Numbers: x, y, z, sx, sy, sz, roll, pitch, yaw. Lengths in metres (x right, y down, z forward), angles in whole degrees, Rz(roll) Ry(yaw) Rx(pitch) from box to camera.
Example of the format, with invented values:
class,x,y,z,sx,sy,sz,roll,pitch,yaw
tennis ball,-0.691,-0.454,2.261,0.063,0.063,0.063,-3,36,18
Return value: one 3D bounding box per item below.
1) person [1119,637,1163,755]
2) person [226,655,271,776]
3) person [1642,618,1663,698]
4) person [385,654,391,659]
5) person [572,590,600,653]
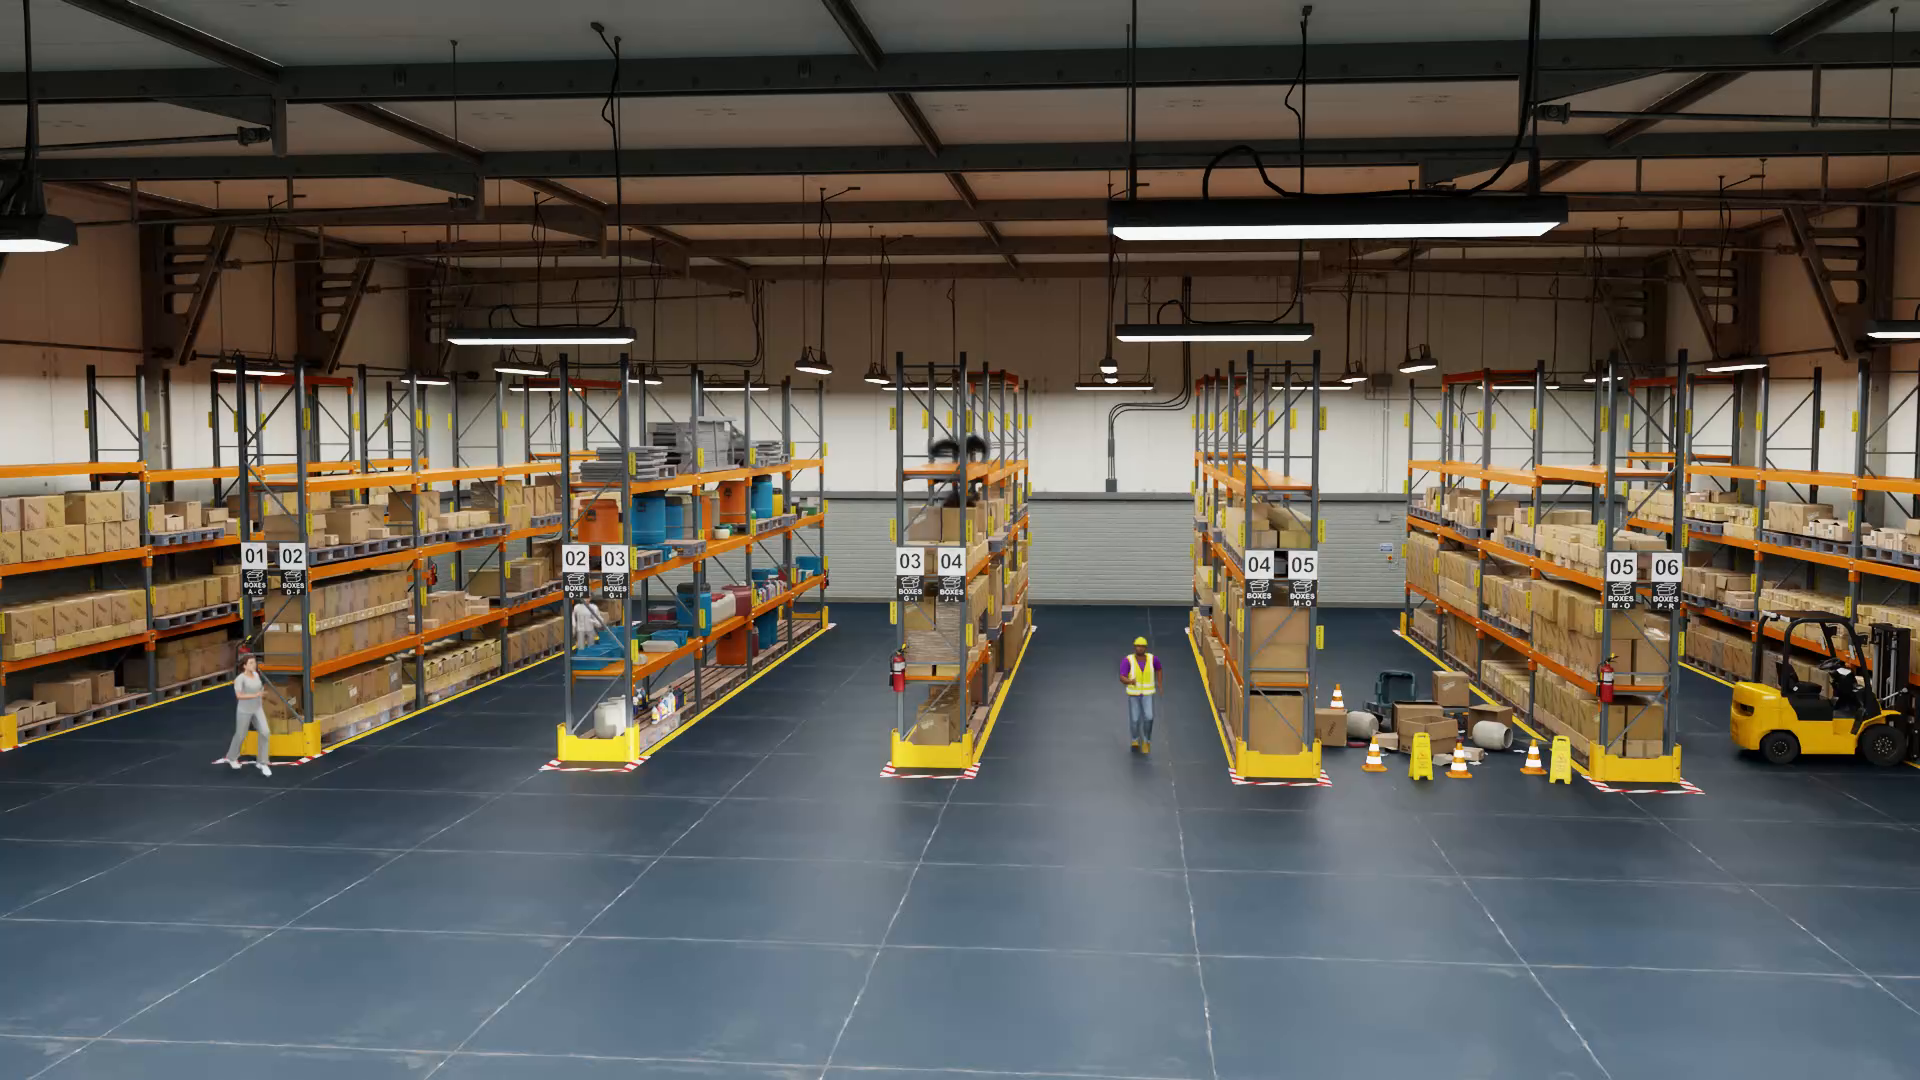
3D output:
class,x,y,z,sx,sy,sz,roll,pitch,yaw
person,2.725,2.347,25.052,0.670,1.785,0.800,0,4,0
person,-10.127,2.478,23.642,0.854,1.717,0.523,2,5,31
person,11.544,2.132,28.176,0.744,1.754,0.786,0,4,-3
person,-11.807,1.832,34.002,0.545,1.495,0.834,-1,4,-8
person,-7.384,1.832,32.778,0.589,1.718,0.677,-1,4,-10
